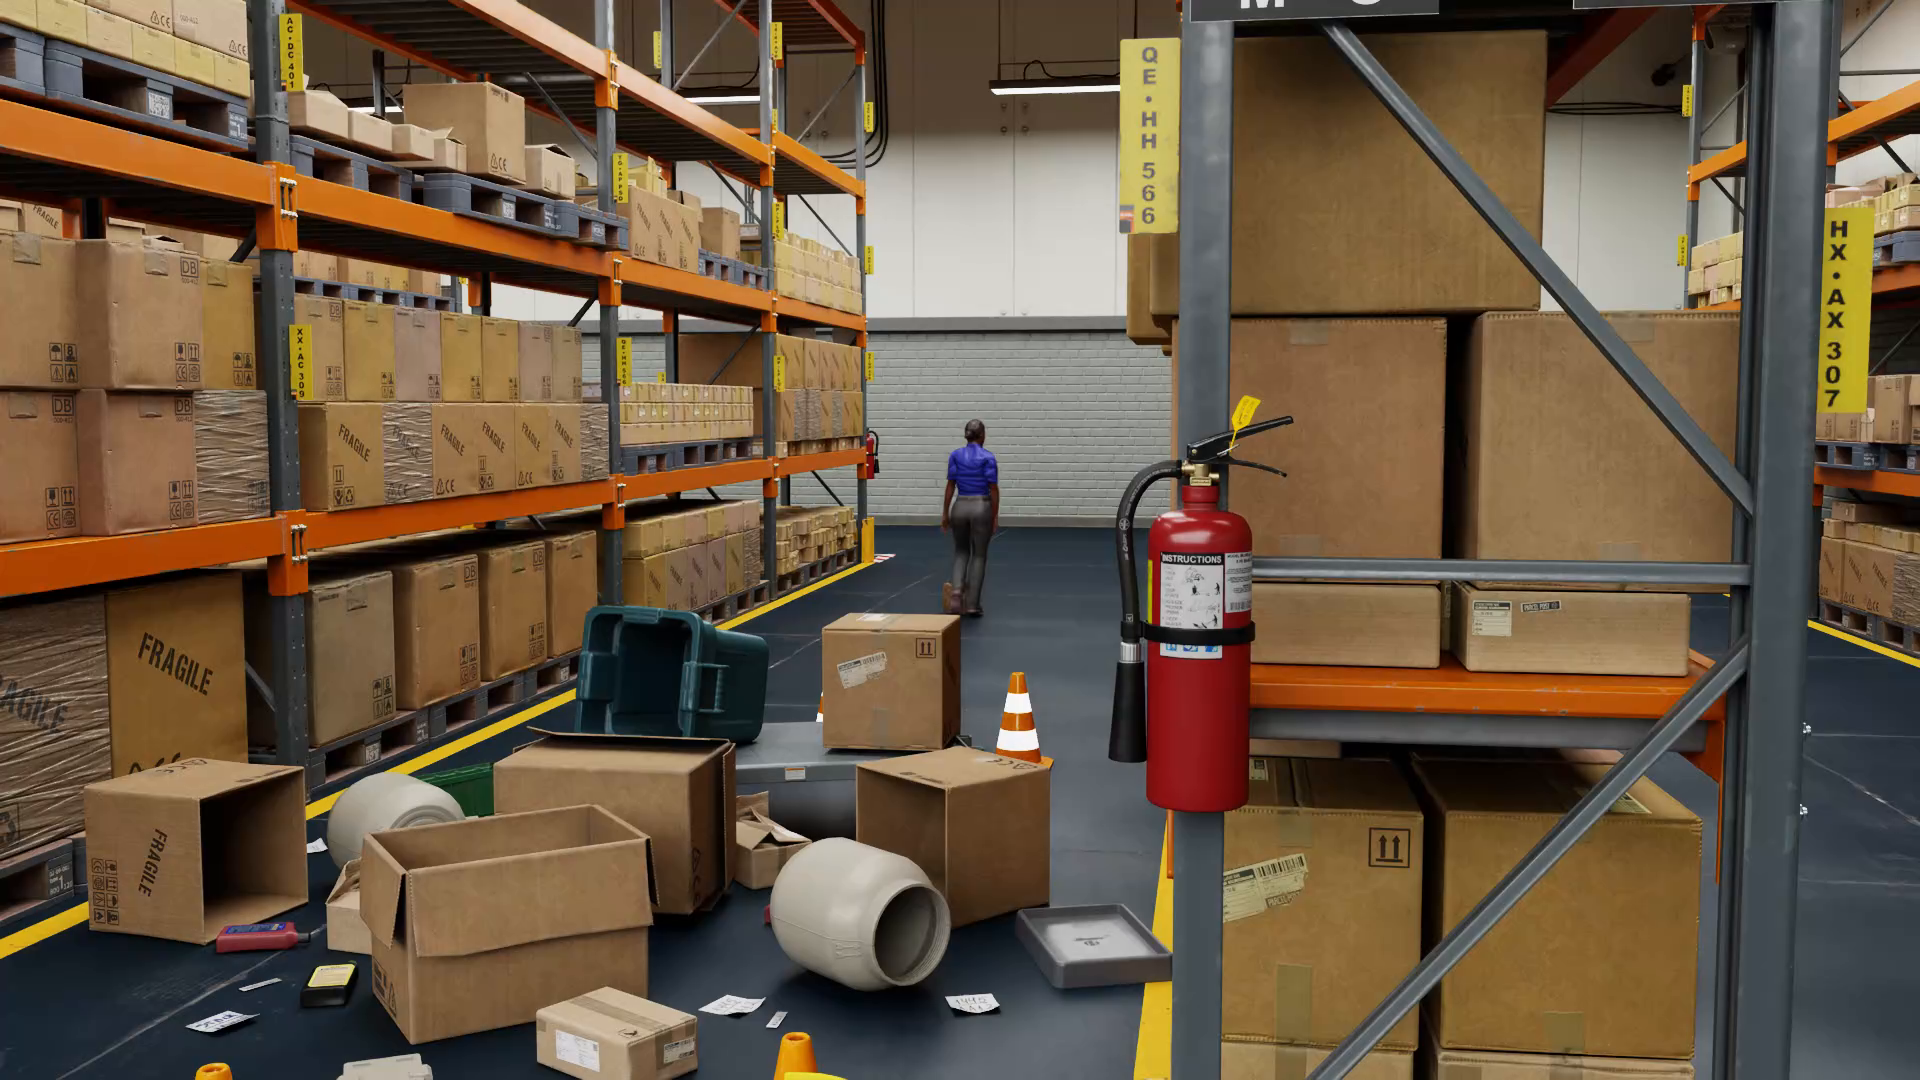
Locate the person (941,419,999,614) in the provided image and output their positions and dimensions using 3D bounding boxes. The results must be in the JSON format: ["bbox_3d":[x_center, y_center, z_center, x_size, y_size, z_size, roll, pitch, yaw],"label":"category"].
[{"bbox_3d":[0.106,-0.190,14.202,0.492,1.686,0.436,2,5,21],"label":"person"}]
